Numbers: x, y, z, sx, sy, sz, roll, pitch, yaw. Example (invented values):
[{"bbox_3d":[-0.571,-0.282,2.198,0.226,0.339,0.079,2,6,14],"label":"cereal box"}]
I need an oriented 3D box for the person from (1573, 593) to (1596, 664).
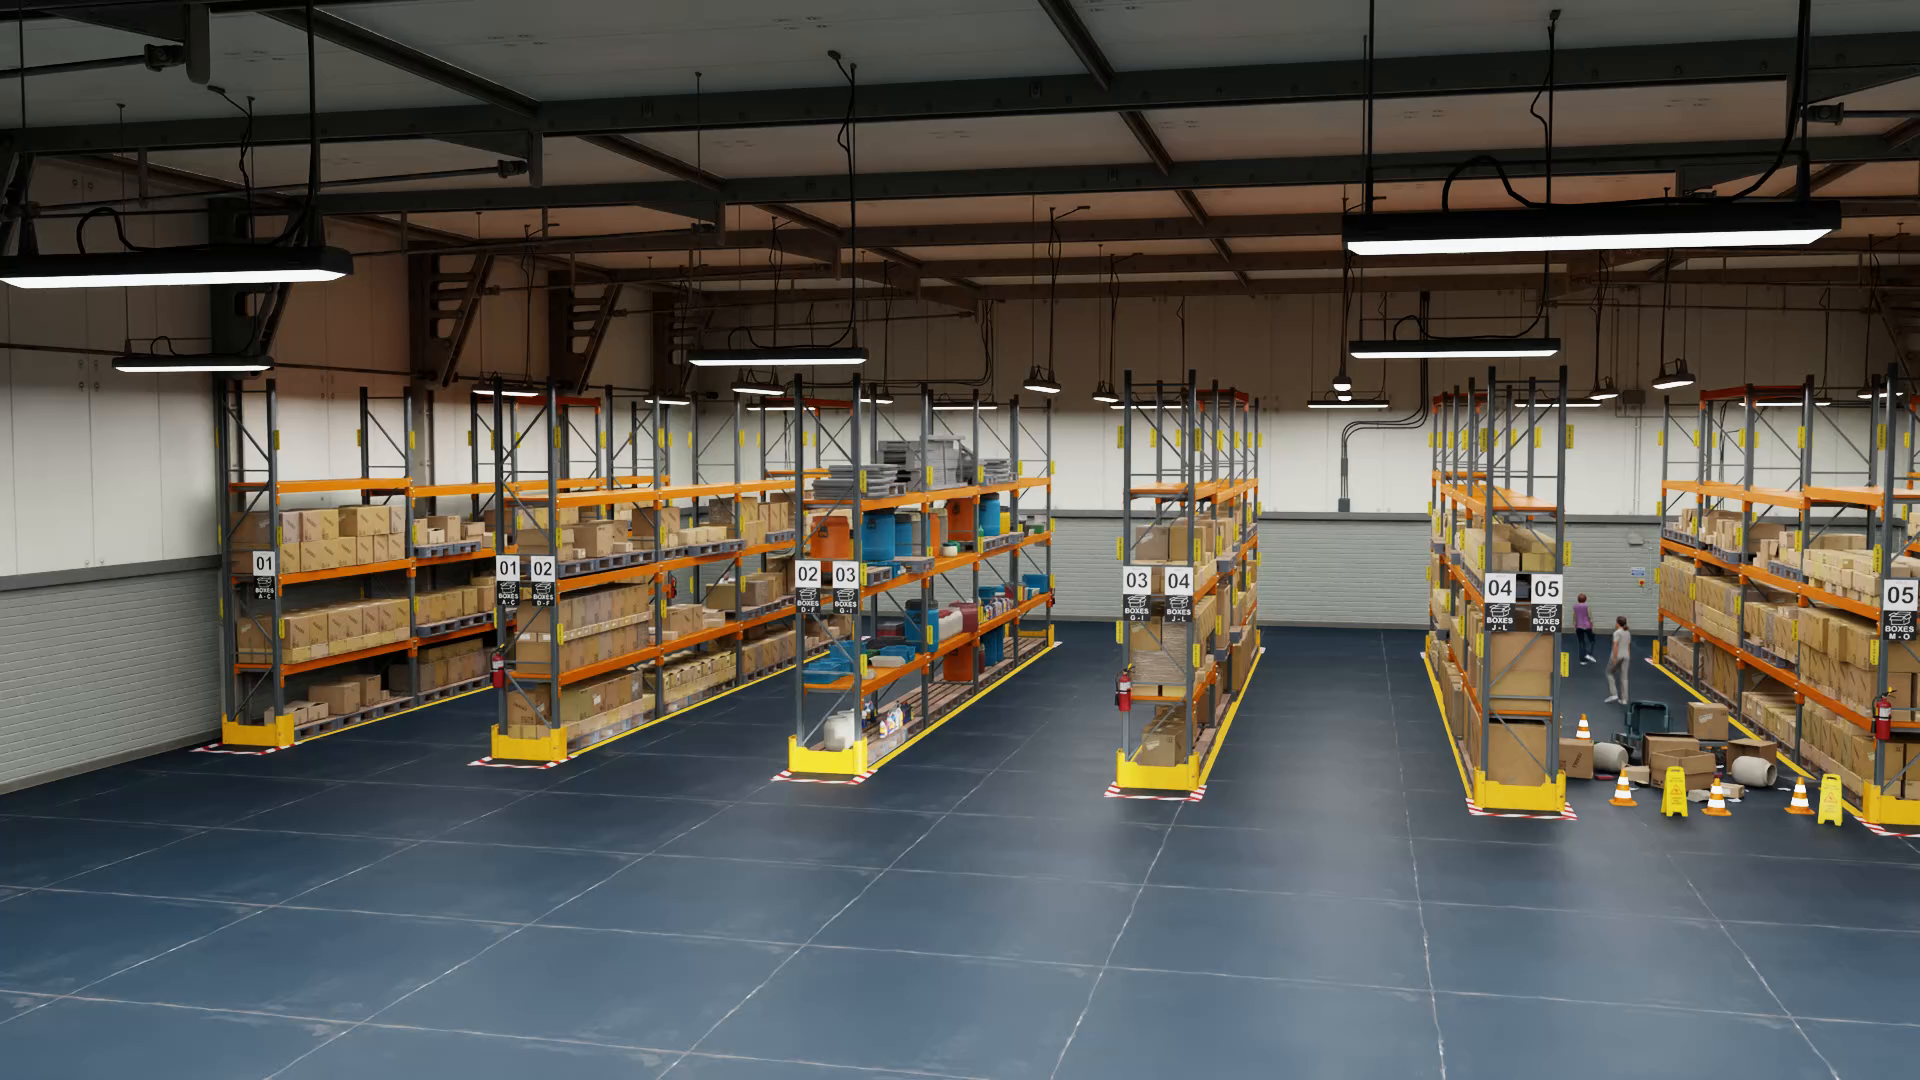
[{"bbox_3d":[13.906,2.034,36.987,0.538,1.489,0.409,2,4,36],"label":"person"}]

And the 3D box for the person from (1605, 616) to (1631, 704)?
[{"bbox_3d":[12.537,2.280,31.500,0.439,1.668,0.556,0,3,-3],"label":"person"}]

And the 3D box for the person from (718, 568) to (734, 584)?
[{"bbox_3d":[-5.991,1.572,42.576,0.618,1.708,1.078,1,3,11],"label":"person"}]
